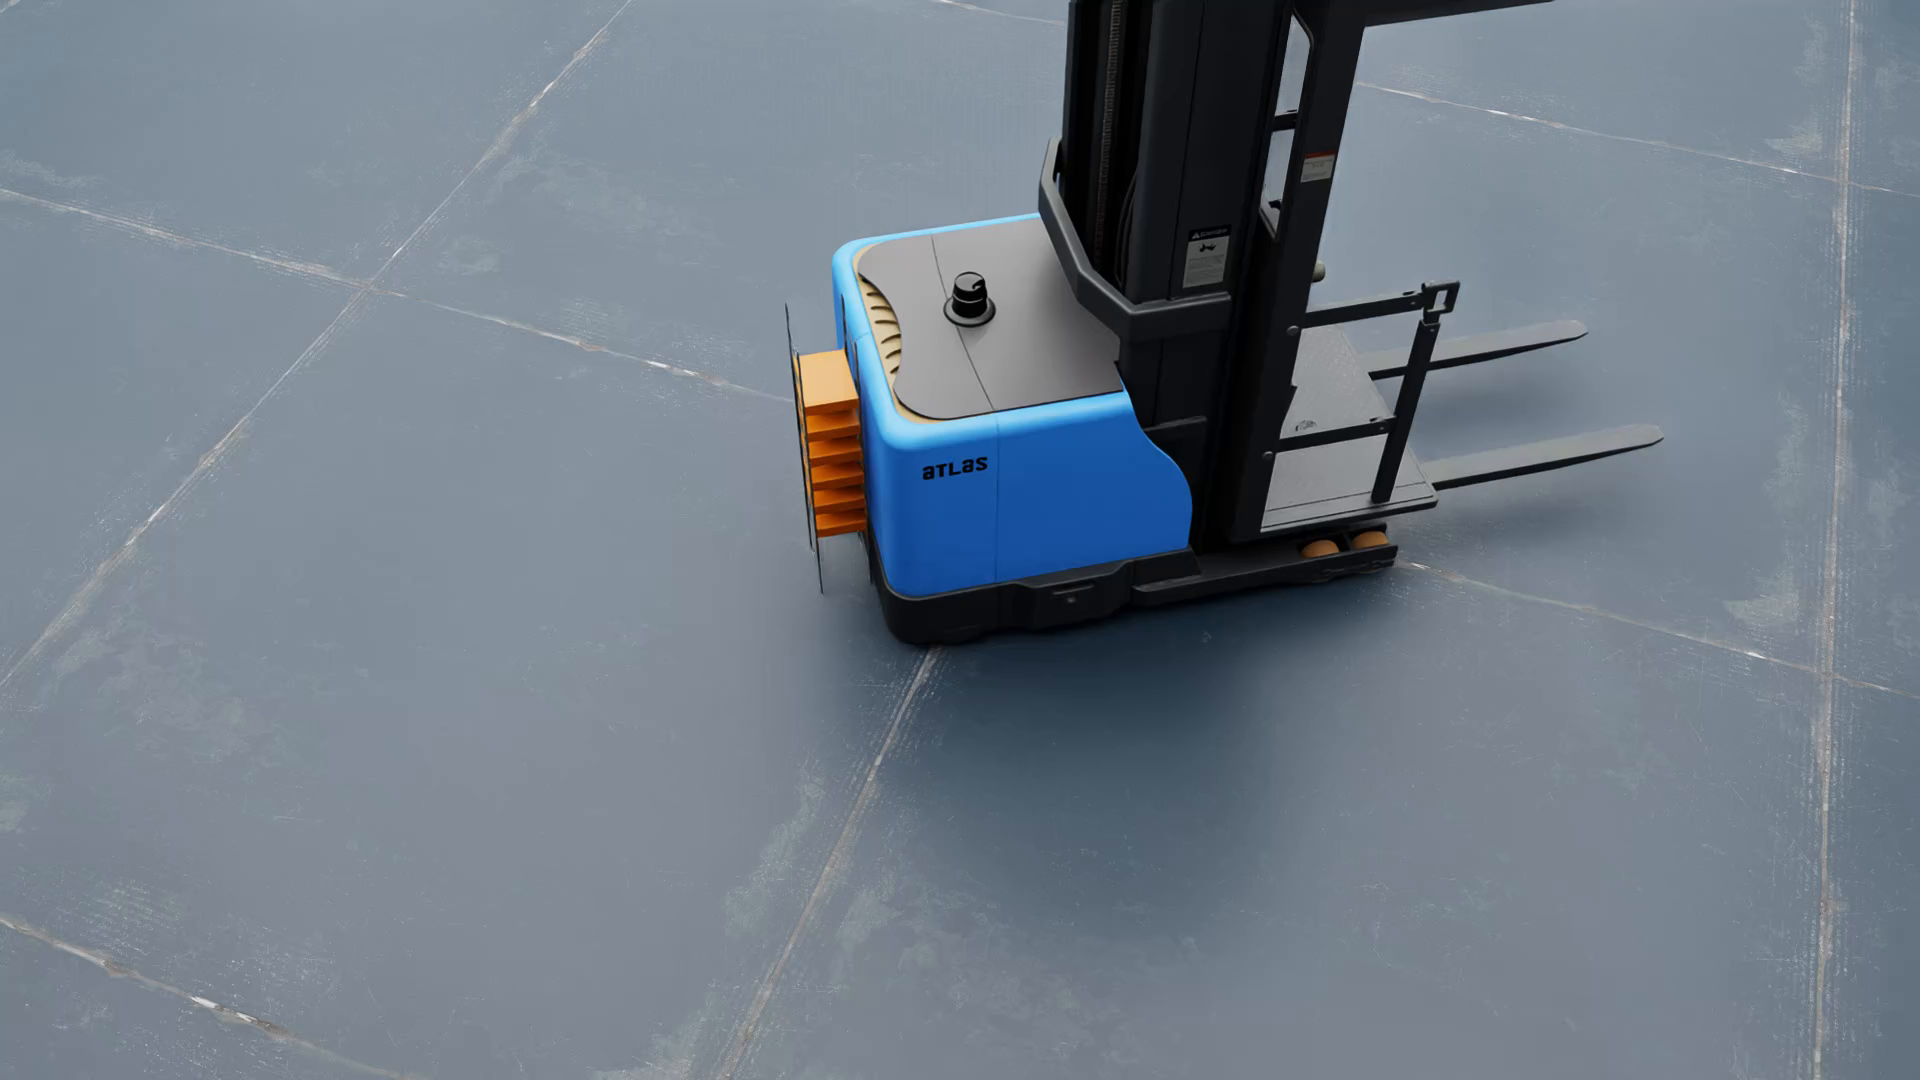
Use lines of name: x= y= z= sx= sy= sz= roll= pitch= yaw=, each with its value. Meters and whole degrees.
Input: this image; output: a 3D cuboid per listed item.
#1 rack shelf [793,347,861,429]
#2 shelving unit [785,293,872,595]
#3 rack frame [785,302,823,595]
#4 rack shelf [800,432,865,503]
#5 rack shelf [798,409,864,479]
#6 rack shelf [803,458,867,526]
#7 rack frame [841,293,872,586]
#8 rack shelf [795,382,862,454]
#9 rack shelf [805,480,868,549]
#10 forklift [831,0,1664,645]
rack shelf: x=-0.442 y=-0.502 z=5.474 sx=0.180 sy=0.103 sz=0.258 roll=-10 pitch=50 yaw=-9
shelving unit: x=-0.442 y=-0.296 z=5.712 sx=0.189 sy=1.200 sz=0.258 roll=-10 pitch=50 yaw=-9
rack frame: x=-0.531 y=-0.280 z=5.698 sx=0.006 sy=1.200 sz=0.240 roll=-10 pitch=50 yaw=-9
rack shelf: x=-0.442 y=-0.267 z=5.746 sx=0.180 sy=0.103 sz=0.258 roll=-10 pitch=50 yaw=-9
rack shelf: x=-0.442 y=-0.345 z=5.655 sx=0.180 sy=0.103 sz=0.258 roll=-10 pitch=50 yaw=-9
rack shelf: x=-0.442 y=-0.188 z=5.836 sx=0.180 sy=0.103 sz=0.258 roll=-10 pitch=50 yaw=-9
rack frame: x=-0.353 y=-0.312 z=5.726 sx=0.006 sy=1.200 sz=0.240 roll=-10 pitch=50 yaw=-9
rack shelf: x=-0.442 y=-0.424 z=5.564 sx=0.180 sy=0.103 sz=0.258 roll=-10 pitch=50 yaw=-9
rack shelf: x=-0.442 y=-0.109 z=5.927 sx=0.180 sy=0.103 sz=0.258 roll=-10 pitch=50 yaw=-9
forklift: x=1.117 y=-1.183 z=5.336 sx=3.031 sy=2.935 sz=1.130 roll=-10 pitch=50 yaw=-9
